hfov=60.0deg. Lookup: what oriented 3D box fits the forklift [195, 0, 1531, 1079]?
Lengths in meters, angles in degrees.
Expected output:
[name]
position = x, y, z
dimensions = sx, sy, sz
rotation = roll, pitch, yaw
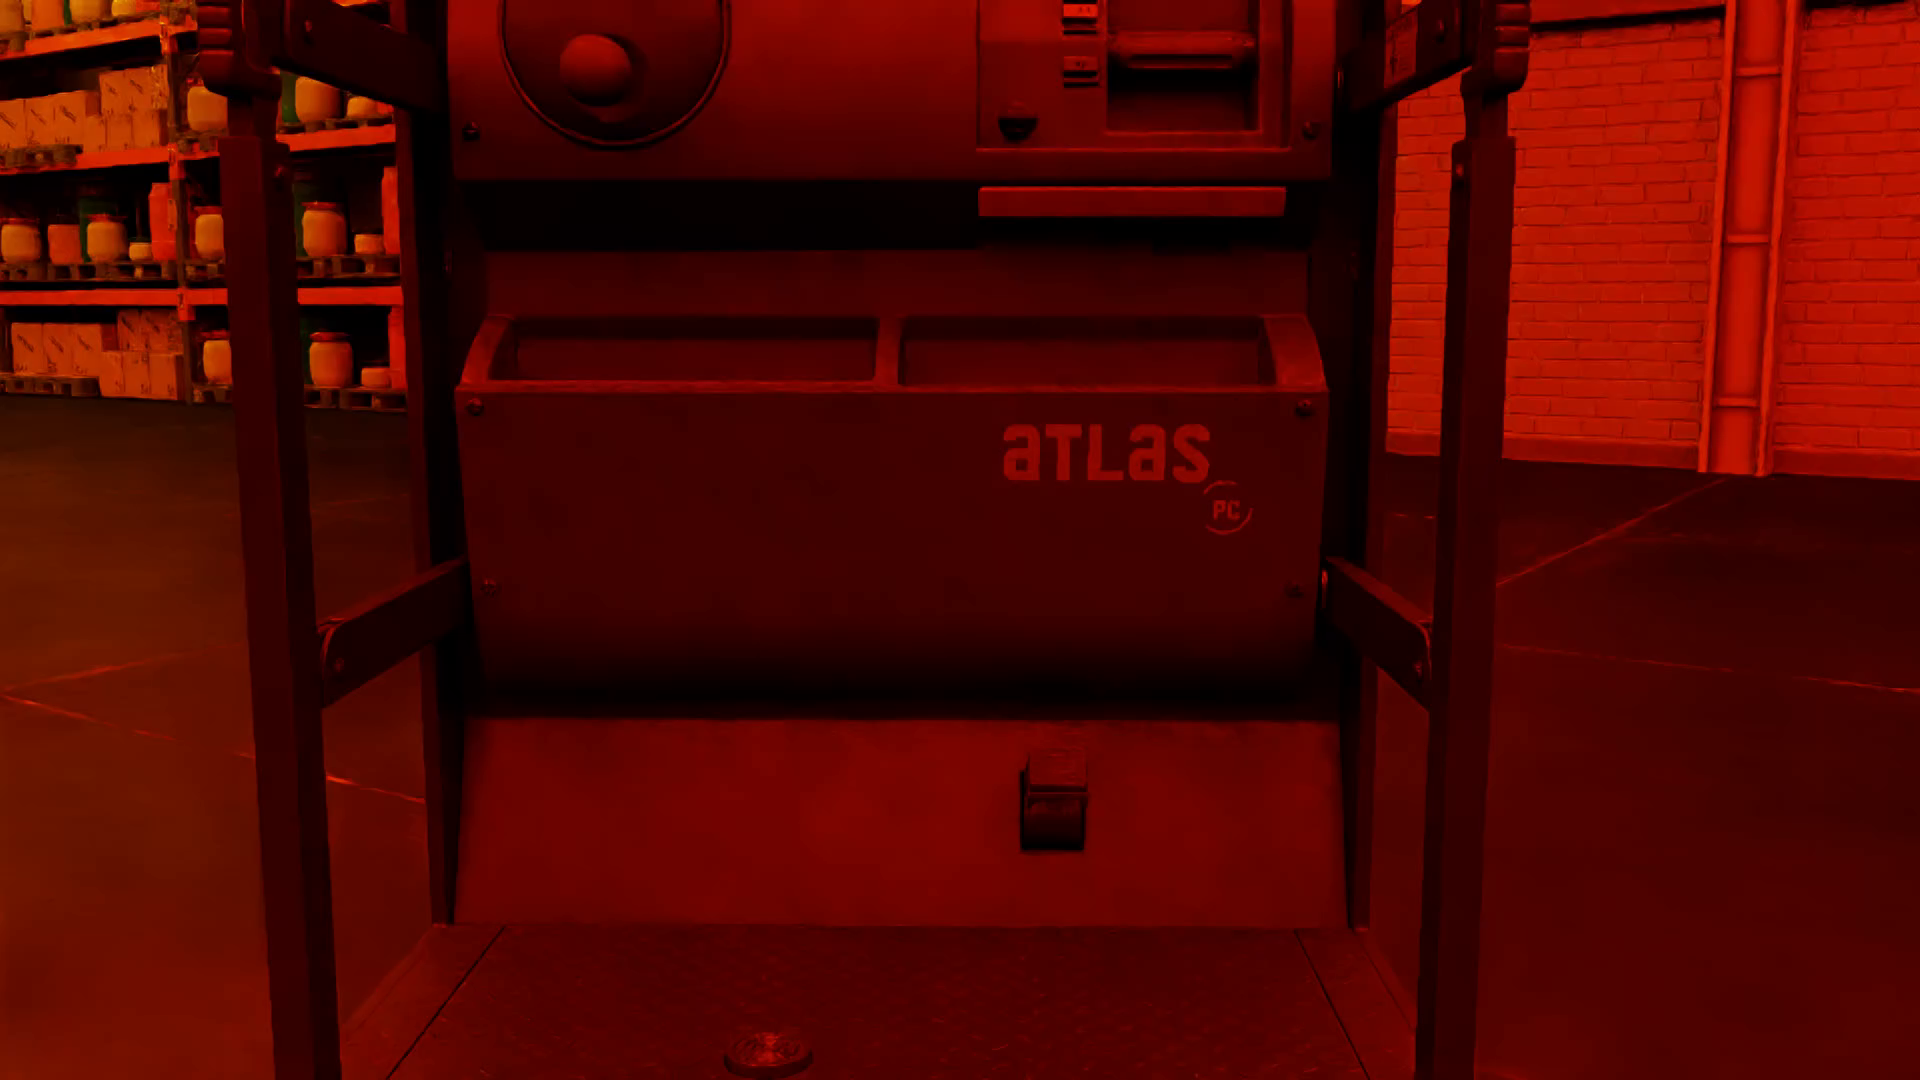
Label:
[forklift]
position = -0.073, -0.621, 1.560
dimensions = 1.130, 2.935, 3.031
rotation = 0, 8, 1
